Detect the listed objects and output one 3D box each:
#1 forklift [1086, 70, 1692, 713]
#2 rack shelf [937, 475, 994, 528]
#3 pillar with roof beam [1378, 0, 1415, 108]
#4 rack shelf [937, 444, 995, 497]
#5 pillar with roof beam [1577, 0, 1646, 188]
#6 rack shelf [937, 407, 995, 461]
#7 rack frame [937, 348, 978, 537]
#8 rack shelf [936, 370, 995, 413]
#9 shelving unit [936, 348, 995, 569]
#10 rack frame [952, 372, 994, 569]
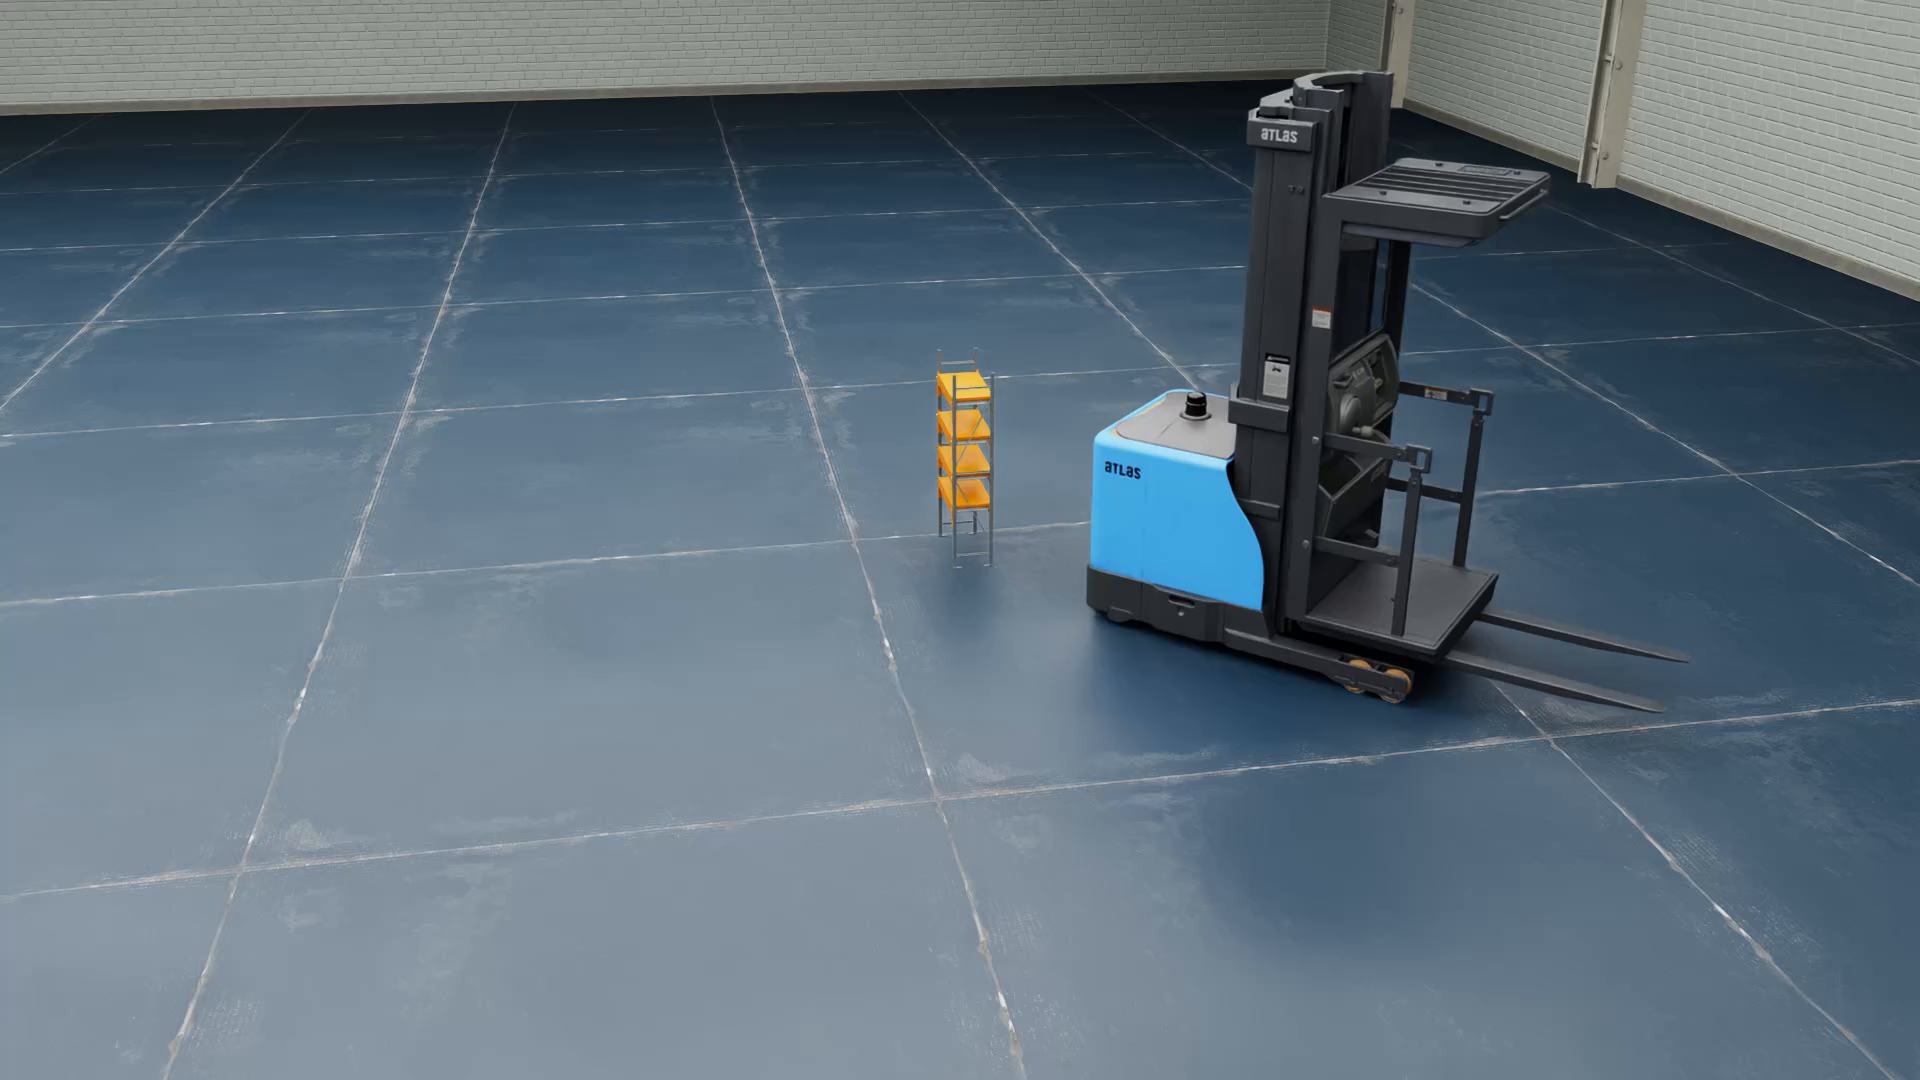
[{"bbox_3d":[2.219,-0.766,8.341,3.031,2.935,1.130,14,27,30],"label":"forklift"},{"bbox_3d":[0.031,-0.241,9.967,0.258,0.148,0.480,-4,24,-10],"label":"rack shelf"},{"bbox_3d":[2.350,-10.458,22.951,9.100,9.000,0.400,-4,24,-10],"label":"pillar with roof beam"},{"bbox_3d":[0.031,-0.423,9.888,0.258,0.148,0.480,-4,24,-10],"label":"rack shelf"},{"bbox_3d":[3.460,-8.098,17.548,9.100,9.000,0.400,-4,24,-10],"label":"pillar with roof beam"},{"bbox_3d":[0.031,-0.628,9.798,0.258,0.148,0.480,-4,24,-10],"label":"rack shelf"},{"bbox_3d":[-0.014,-0.581,10.081,0.240,1.200,0.015,-4,24,-10],"label":"rack frame"},{"bbox_3d":[0.031,-0.845,9.704,0.258,0.148,0.480,-4,24,-10],"label":"rack shelf"},{"bbox_3d":[0.031,-0.485,9.861,0.258,1.200,0.503,-4,24,-10],"label":"shelving unit"},{"bbox_3d":[0.076,-0.389,9.641,0.240,1.200,0.015,-4,24,-10],"label":"rack frame"}]
